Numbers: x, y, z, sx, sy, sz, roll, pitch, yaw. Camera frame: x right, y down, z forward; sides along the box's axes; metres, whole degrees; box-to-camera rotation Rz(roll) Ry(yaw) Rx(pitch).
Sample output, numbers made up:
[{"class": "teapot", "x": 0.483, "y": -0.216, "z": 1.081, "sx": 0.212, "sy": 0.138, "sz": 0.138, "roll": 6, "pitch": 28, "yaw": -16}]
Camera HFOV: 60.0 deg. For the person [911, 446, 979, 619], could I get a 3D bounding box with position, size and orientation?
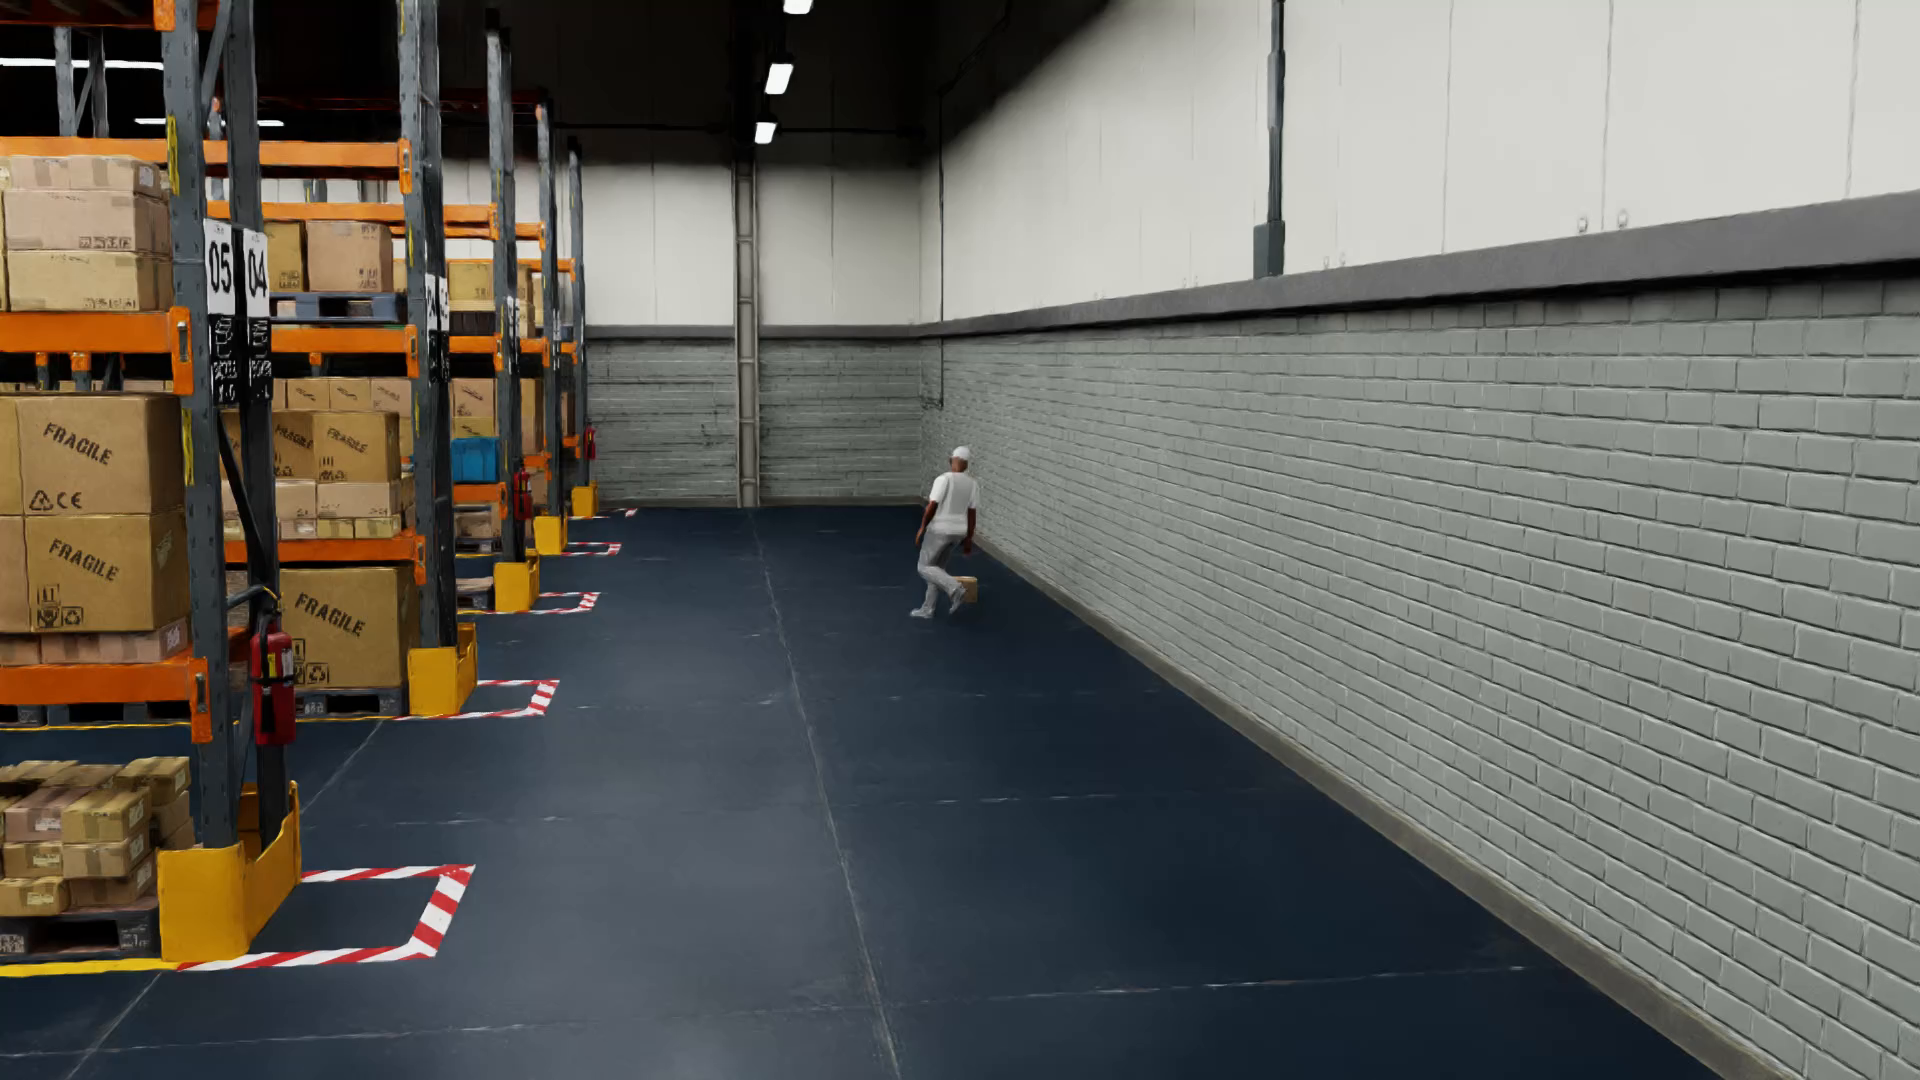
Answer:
[{"class": "person", "x": -0.133, "y": -0.071, "z": 16.441, "sx": 0.631, "sy": 1.717, "sz": 0.768, "roll": -6, "pitch": 9, "yaw": -44}]
